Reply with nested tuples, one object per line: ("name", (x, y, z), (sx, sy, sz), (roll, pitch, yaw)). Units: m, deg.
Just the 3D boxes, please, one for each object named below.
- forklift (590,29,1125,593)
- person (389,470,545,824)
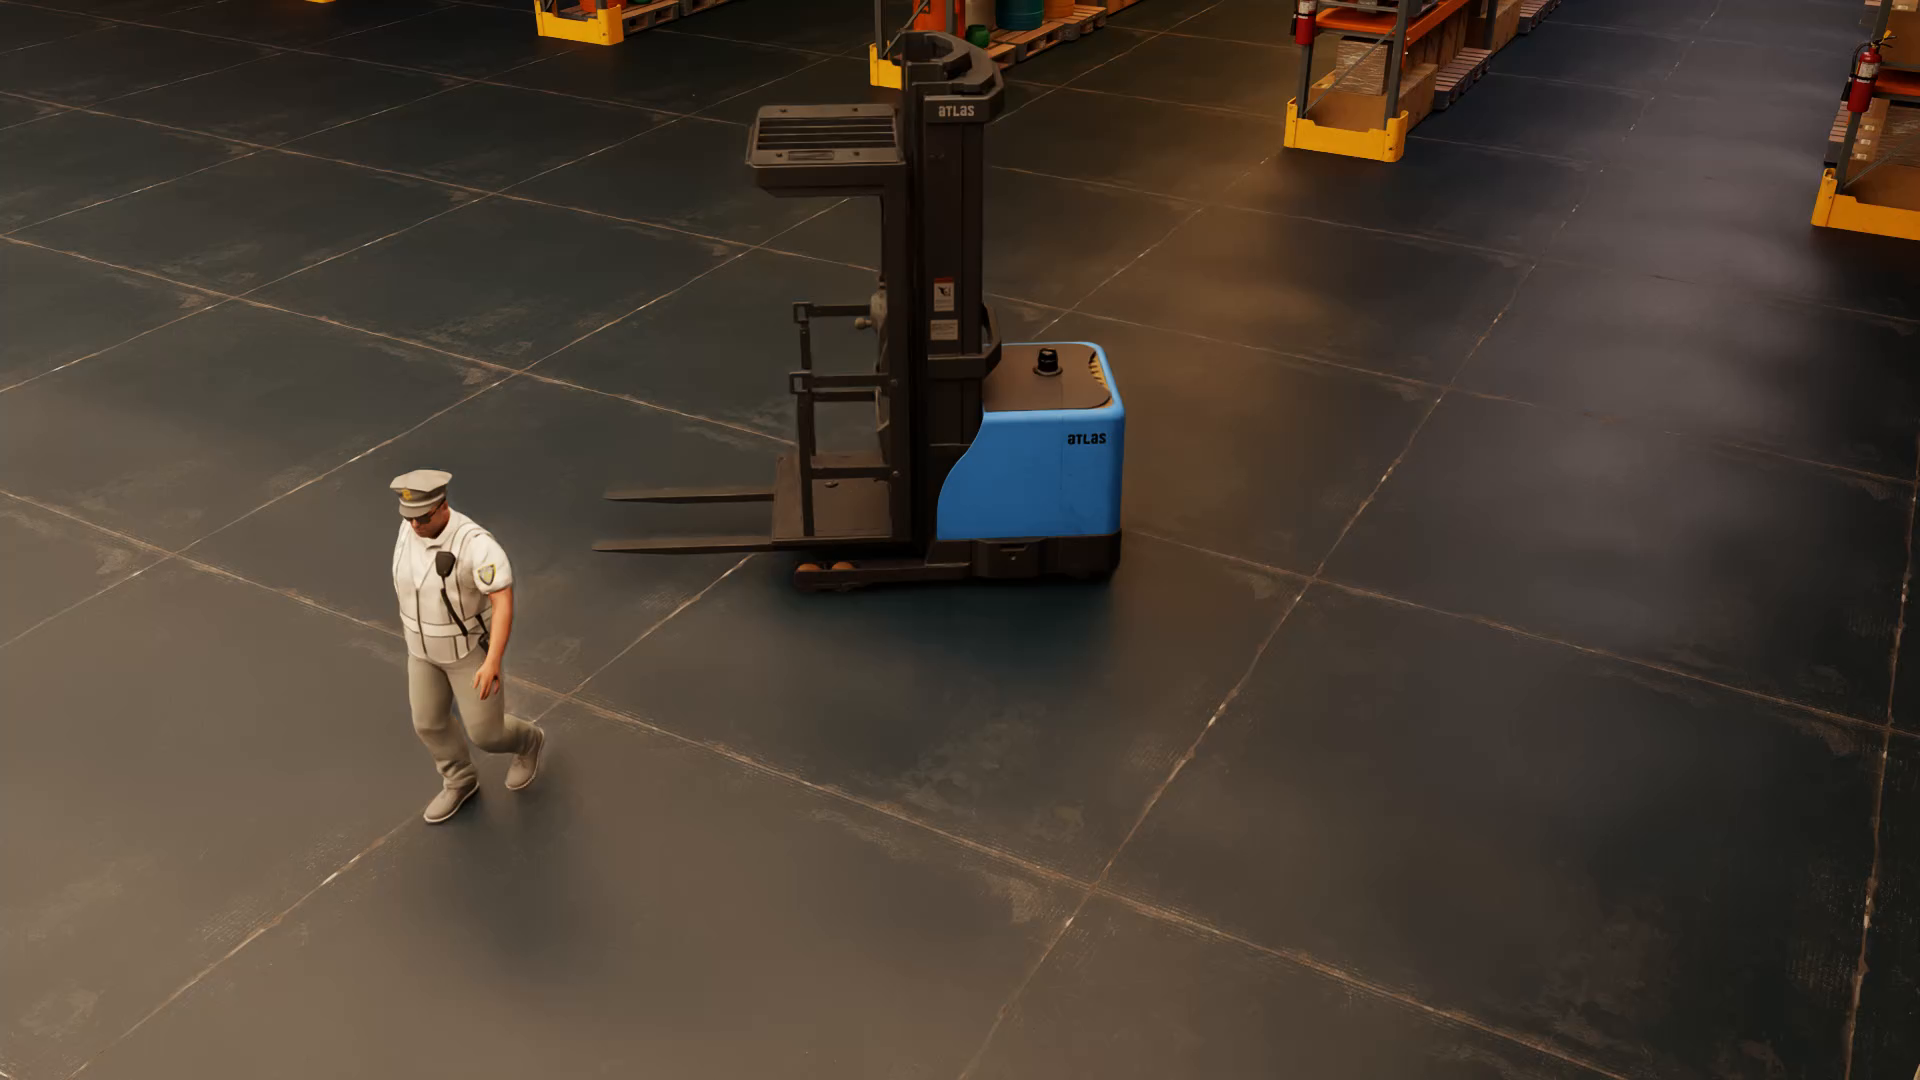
("forklift", (-0.616, -1.241, 9.220), (3.031, 2.935, 1.130), (-2, 30, -3))
("person", (-2.265, 0.464, 7.475), (0.792, 1.730, 0.576), (11, 32, 19))
